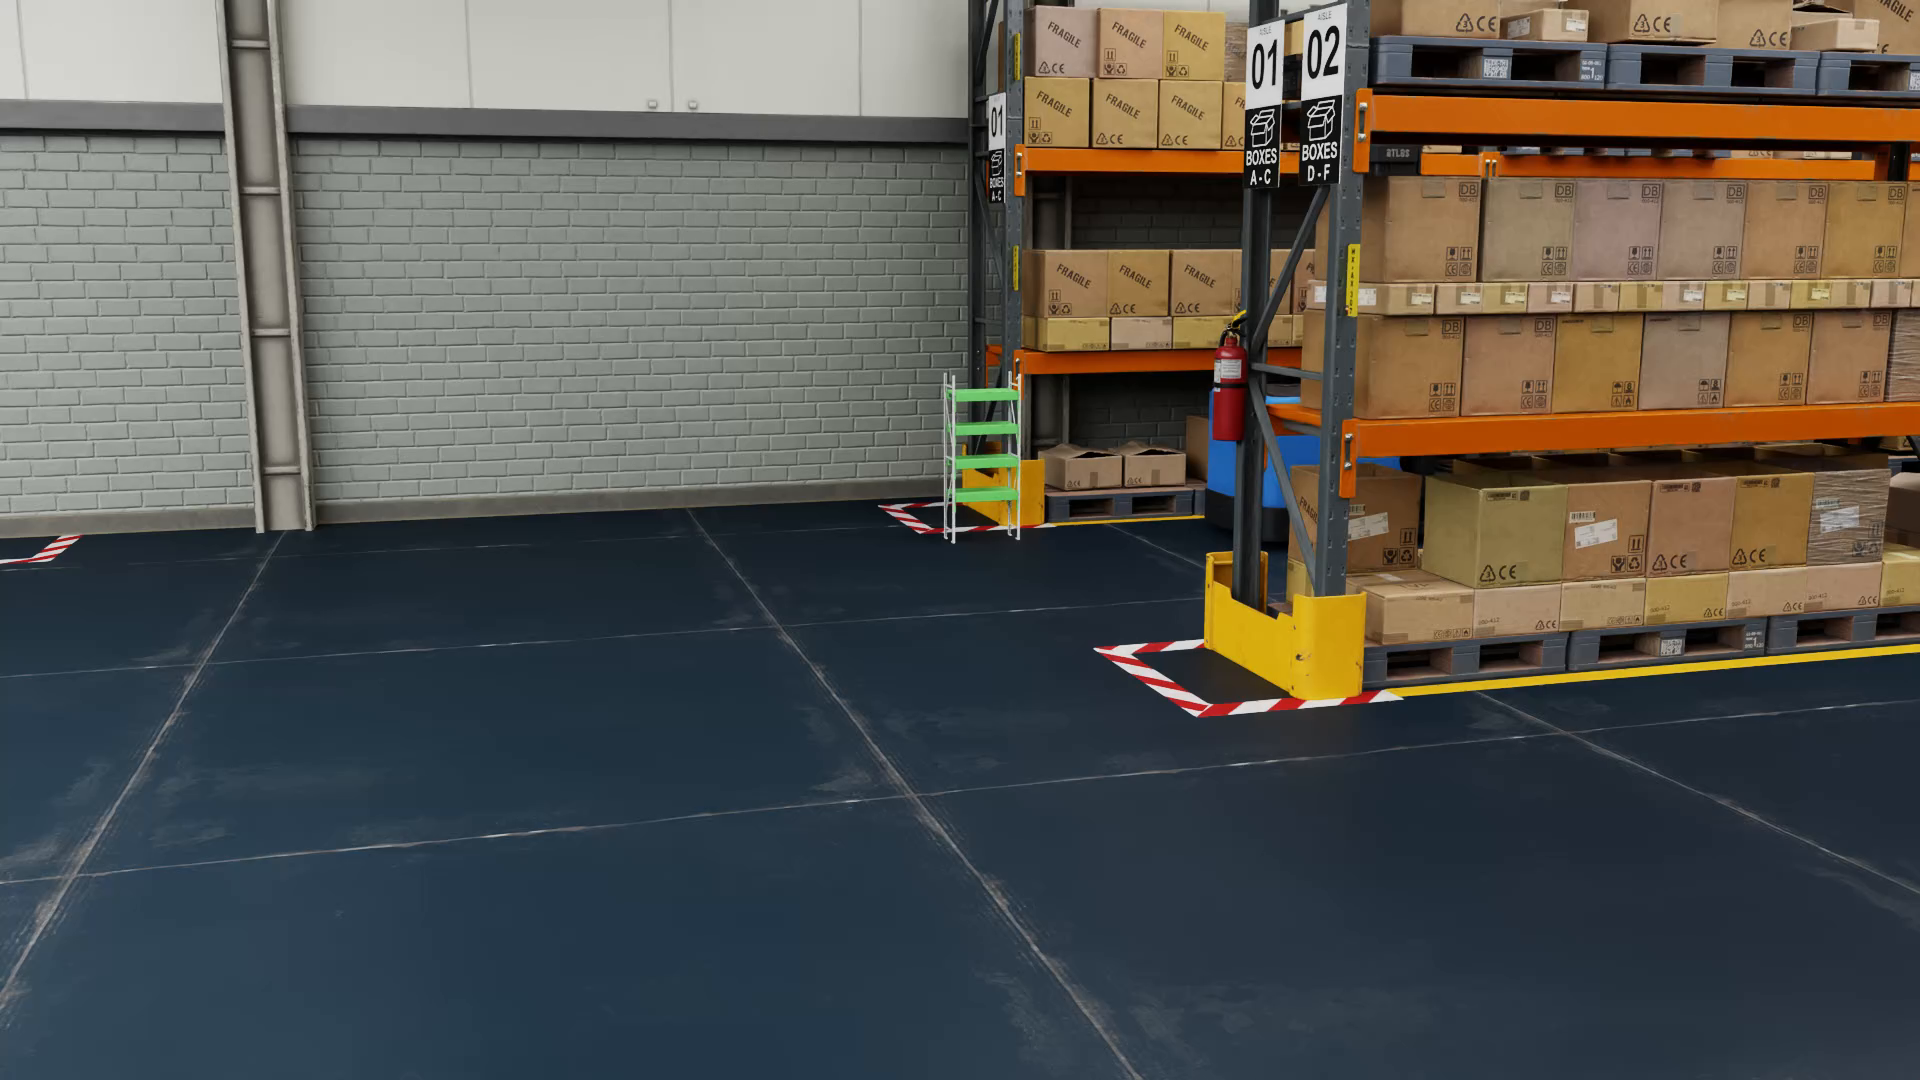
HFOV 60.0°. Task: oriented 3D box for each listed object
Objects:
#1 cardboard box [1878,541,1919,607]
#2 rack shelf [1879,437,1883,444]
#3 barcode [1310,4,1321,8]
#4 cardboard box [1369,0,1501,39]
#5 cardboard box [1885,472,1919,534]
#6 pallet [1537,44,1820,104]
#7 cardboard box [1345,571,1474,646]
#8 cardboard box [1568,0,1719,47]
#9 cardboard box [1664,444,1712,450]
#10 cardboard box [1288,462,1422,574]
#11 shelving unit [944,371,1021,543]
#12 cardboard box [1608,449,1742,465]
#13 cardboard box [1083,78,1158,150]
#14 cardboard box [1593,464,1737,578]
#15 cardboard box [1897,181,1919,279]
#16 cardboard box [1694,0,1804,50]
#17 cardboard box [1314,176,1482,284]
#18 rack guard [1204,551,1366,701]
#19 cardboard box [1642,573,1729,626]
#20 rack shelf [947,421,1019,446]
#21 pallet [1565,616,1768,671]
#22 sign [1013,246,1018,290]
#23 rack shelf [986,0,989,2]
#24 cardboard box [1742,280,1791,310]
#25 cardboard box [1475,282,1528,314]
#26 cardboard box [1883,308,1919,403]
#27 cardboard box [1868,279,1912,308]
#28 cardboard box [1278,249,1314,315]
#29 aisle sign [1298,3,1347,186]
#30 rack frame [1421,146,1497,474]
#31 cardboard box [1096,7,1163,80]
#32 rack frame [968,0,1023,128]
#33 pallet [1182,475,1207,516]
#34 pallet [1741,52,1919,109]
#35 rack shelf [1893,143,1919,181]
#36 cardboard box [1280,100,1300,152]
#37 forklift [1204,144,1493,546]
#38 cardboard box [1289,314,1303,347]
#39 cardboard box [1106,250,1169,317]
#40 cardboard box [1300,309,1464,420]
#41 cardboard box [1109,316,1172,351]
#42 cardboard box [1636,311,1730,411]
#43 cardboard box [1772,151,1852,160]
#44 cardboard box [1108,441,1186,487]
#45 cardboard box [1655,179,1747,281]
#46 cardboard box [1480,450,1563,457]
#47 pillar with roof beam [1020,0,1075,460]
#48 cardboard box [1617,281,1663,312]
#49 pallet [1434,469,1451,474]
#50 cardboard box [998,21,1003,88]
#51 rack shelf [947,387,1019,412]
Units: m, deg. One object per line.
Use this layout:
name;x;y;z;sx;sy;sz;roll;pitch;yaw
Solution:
cardboard box;5.104;0.184;9.196;0.500;0.250;0.500;-3;11;-16
rack shelf;7.409;-0.771;9.934;4.000;0.370;1.077;-3;11;-16
barcode;1.803;-2.681;8.434;0.075;0.075;0.001;-3;11;-16
cardboard box;2.201;-2.650;8.042;0.637;0.503;0.797;-2;11;-12
cardboard box;5.797;-0.224;9.861;0.500;0.311;0.500;-3;11;-16
pallet;3.508;-2.346;8.465;1.213;0.211;1.003;-3;11;-16
cardboard box;2.225;0.337;8.368;0.500;0.250;0.500;-3;11;-16
cardboard box;3.319;-2.657;8.087;0.500;0.500;0.500;-3;11;-16
cardboard box;6.268;-0.992;14.840;0.500;0.500;0.700;-3;11;-16
cardboard box;2.080;-0.123;8.791;0.500;0.500;0.500;-3;11;-16
shelving unit;0.159;-0.598;11.983;0.503;1.200;0.258;-3;11;-16
cardboard box;3.996;-0.227;9.355;0.500;0.500;0.500;-3;11;-16
cardboard box;1.176;-3.210;12.584;0.500;0.500;0.500;-2;11;-12
cardboard box;3.666;-0.108;8.710;0.500;0.500;0.500;-3;11;-16
cardboard box;5.064;-1.687;9.065;0.500;0.500;0.700;-3;11;-16
cardboard box;3.872;-2.763;8.654;0.637;0.503;0.797;-2;11;-10
cardboard box;2.151;-1.532;8.224;0.500;0.500;0.700;-3;11;-16
rack guard;1.625;0.410;8.439;0.348;0.500;1.175;-3;11;-16
cardboard box;3.666;0.261;8.779;0.500;0.250;0.500;-3;11;-16
rack shelf;0.159;-0.772;11.951;0.480;0.148;0.258;-3;11;-16
pallet;3.540;0.444;9.054;1.213;0.211;1.003;-3;11;-16
sign;0.412;-2.013;12.306;0.005;0.325;0.100;-3;11;-16
rack shelf;2.180;-4.378;12.968;4.000;0.370;1.077;-3;11;-16
cardboard box;4.068;-1.276;8.627;0.250;0.149;0.380;-3;11;-14
cardboard box;2.578;-1.198;8.199;0.250;0.149;0.380;-3;11;-16
cardboard box;5.064;-1.049;9.182;0.500;0.500;0.700;-3;11;-17
cardboard box;4.799;-1.314;8.834;0.250;0.149;0.380;-3;11;-18
cardboard box;2.769;-2.061;13.247;0.500;0.500;0.500;-3;11;-18
aisle sign;1.670;-2.043;7.677;0.004;0.787;0.394;-3;11;-16
rack frame;4.100;-1.884;13.996;0.127;3.000;1.000;-3;11;-16
cardboard box;1.193;-3.701;12.490;0.500;0.500;0.500;-3;11;-17
rack frame;0.260;-4.632;12.353;0.127;3.000;1.000;-3;11;-16
pallet;2.292;-0.410;13.691;1.213;0.211;1.003;-3;11;-16
pallet;4.677;-2.407;8.797;1.213;0.211;1.003;-3;11;-16
rack shelf;7.409;-2.246;9.663;4.000;0.370;1.077;-3;11;-16
cardboard box;2.674;-3.292;13.026;0.500;0.500;0.500;-3;11;-18
forklift;3.407;-1.523;12.225;3.031;2.935;1.130;-3;11;-17
cardboard box;2.771;-1.692;13.309;0.500;0.250;0.500;-3;11;-16
cardboard box;1.280;-1.982;12.814;0.500;0.500;0.500;-3;11;-16
cardboard box;2.100;-0.891;8.327;0.500;0.500;0.700;-3;11;-16
cardboard box;1.312;-1.616;12.899;0.500;0.250;0.500;-3;11;-18
cardboard box;3.585;-0.970;8.755;0.500;0.500;0.700;-3;11;-14
cardboard box;7.325;-3.444;14.377;0.500;0.311;0.500;-3;11;-16
cardboard box;1.497;-0.624;13.362;0.500;0.311;0.500;-2;11;-11
cardboard box;3.619;-1.611;8.651;0.500;0.500;0.700;-3;11;-16
cardboard box;4.802;-0.911;14.400;0.500;0.500;0.700;-3;11;-14
pillar with roof beam;1.893;-4.070;9.297;0.400;9.000;9.100;-3;11;-16
cardboard box;3.321;-1.237;8.412;0.250;0.149;0.380;-3;11;-17
pallet;3.465;-0.473;14.030;1.213;0.211;1.003;-3;11;-16
cardboard box;0.601;-3.775;12.889;0.500;0.500;0.500;-3;11;-13
rack shelf;0.159;-1.008;11.908;0.480;0.148;0.258;-3;11;-16
